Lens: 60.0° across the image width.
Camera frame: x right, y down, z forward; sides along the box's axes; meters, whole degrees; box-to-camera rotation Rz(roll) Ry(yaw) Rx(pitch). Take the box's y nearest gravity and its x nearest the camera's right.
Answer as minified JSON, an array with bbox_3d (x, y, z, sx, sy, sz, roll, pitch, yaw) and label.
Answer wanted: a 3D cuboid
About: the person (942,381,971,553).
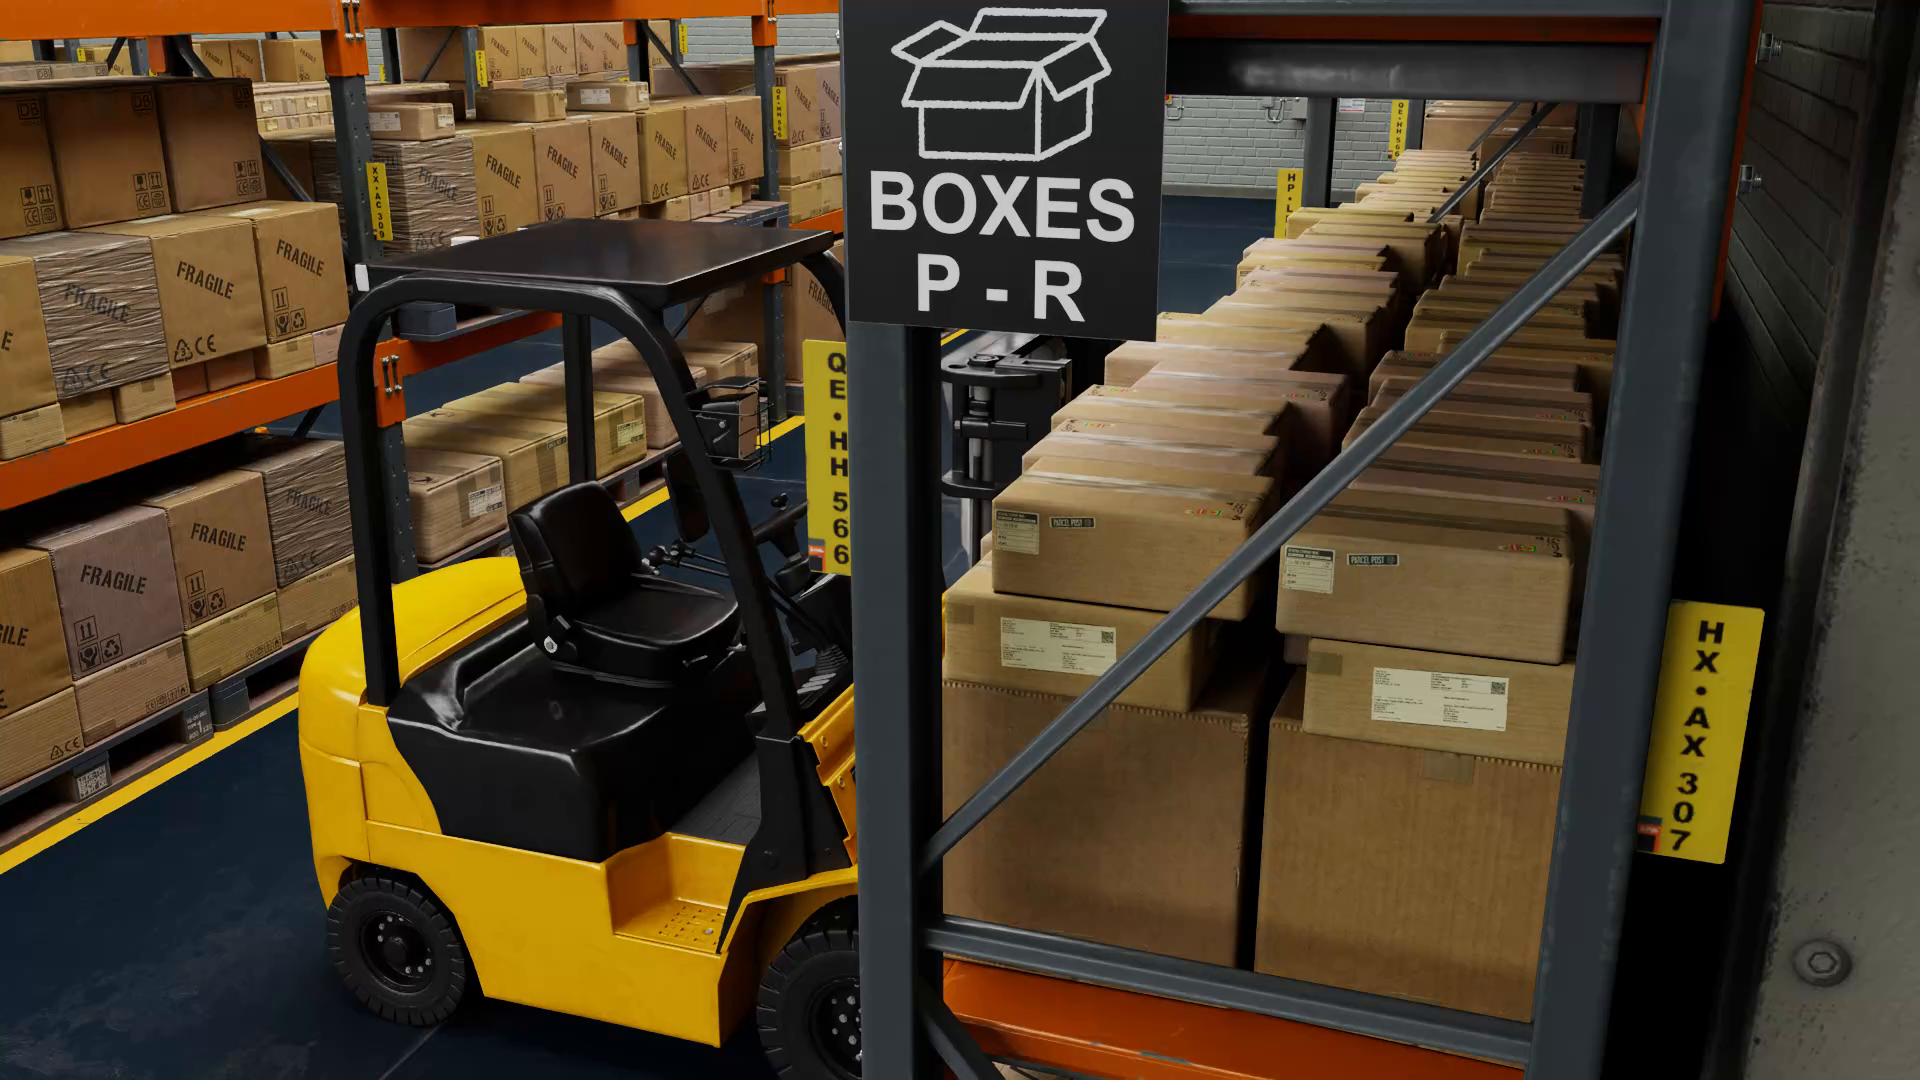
[{"bbox_3d":[0.247,-0.179,6.613,0.557,1.780,0.522,10,21,27],"label":"person"}]
